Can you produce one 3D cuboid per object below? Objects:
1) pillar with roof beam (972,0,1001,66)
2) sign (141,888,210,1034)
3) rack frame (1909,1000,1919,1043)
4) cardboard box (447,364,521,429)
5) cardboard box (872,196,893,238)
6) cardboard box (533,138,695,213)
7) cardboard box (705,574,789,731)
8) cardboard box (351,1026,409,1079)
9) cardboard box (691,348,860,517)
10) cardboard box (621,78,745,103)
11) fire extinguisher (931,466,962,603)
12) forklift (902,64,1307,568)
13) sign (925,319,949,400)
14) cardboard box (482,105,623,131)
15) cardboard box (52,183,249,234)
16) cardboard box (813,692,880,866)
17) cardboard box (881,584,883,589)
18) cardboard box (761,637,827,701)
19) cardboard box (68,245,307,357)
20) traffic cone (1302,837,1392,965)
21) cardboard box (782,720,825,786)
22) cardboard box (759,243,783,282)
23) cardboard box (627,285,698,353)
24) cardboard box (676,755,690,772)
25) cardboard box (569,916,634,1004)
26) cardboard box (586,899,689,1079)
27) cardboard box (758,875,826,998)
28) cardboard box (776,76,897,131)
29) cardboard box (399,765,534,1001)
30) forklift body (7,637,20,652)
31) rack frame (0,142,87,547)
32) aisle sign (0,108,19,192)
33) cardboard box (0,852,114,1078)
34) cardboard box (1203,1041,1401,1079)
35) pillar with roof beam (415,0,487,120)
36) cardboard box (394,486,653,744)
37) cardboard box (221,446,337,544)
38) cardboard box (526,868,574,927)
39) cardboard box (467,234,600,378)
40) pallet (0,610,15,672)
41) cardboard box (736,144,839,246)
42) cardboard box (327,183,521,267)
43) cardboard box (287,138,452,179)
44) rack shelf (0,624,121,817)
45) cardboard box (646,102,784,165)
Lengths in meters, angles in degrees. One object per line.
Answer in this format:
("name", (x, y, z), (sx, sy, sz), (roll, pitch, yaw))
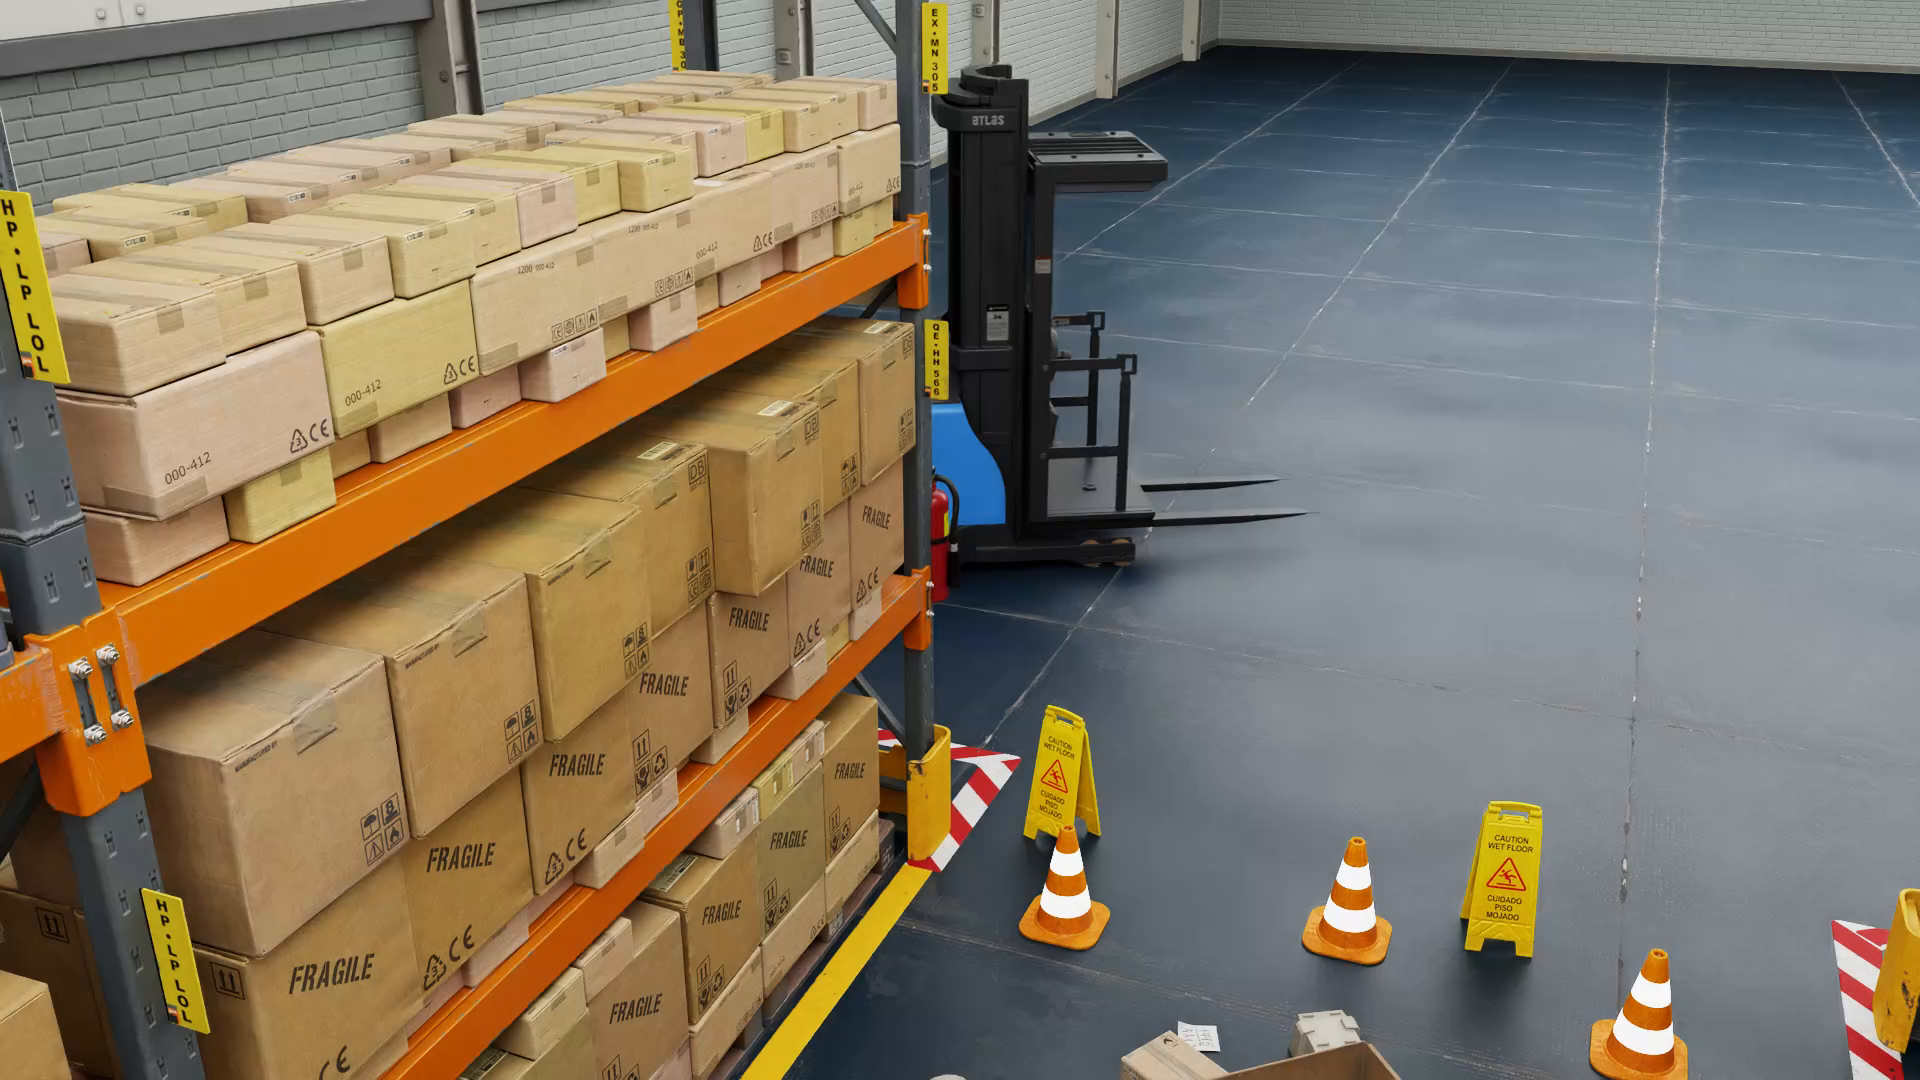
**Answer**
("pillar with roof beam", (4.376, -9.312, 21.368), (9.100, 9.000, 0.400), (9, 24, 20))
("sign", (-1.571, 0.846, 3.331), (0.100, 0.325, 0.005), (9, 24, 20))
("rack frame", (4.032, 0.543, 5.559), (1.000, 3.000, 0.127), (9, 24, 20))
("cardboard box", (-1.366, -0.411, 4.276), (0.380, 0.149, 0.250), (8, 24, 18))
("cardboard box", (-0.474, -1.230, 6.237), (0.380, 0.149, 0.250), (9, 24, 20))
("cardboard box", (-0.991, -1.049, 4.769), (0.380, 0.149, 0.250), (9, 24, 21))
("cardboard box", (-0.927, 0.278, 5.678), (0.500, 0.500, 0.500), (9, 24, 20))
("cardboard box", (-1.627, 1.253, 4.184), (0.380, 0.149, 0.250), (10, 24, 22))
("cardboard box", (-0.784, -0.380, 5.956), (0.700, 0.500, 0.500), (9, 24, 21))
("cardboard box", (-1.002, -1.575, 6.029), (0.380, 0.149, 0.250), (9, 24, 20))
("fire extinguisher", (-0.131, -0.069, 7.124), (0.296, 0.674, 0.183), (9, 24, 20))
("forklift", (0.671, -1.381, 10.255), (3.031, 2.935, 1.130), (-2, 23, -6))
("sign", (-0.094, -0.723, 6.677), (0.100, 0.325, 0.005), (9, 24, 20))
("cardboard box", (-1.317, -1.313, 5.402), (0.380, 0.149, 0.250), (9, 24, 20))
("cardboard box", (-1.993, -0.775, 4.113), (0.380, 0.149, 0.250), (10, 24, 22))
("cardboard box", (-0.657, 0.923, 6.697), (0.500, 0.500, 0.500), (9, 24, 20))
("cardboard box", (-0.542, 0.151, 6.823), (0.380, 0.149, 0.250), (10, 25, 22))
("cardboard box", (-0.716, 0.442, 6.125), (0.380, 0.149, 0.250), (9, 24, 21))
("cardboard box", (-1.598, -0.498, 3.449), (0.380, 0.149, 0.250), (10, 25, 22))
("traffic cone", (1.593, 1.417, 6.758), (0.336, 0.463, 0.334), (9, 24, 20))
("cardboard box", (-0.731, 0.765, 6.235), (0.380, 0.149, 0.250), (10, 24, 22))
("cardboard box", (-0.823, -0.965, 5.603), (0.380, 0.149, 0.250), (9, 24, 20))
("cardboard box", (-1.003, -0.674, 4.906), (0.380, 0.149, 0.250), (8, 24, 19))
("cardboard box", (-1.128, 0.695, 5.520), (0.380, 0.149, 0.250), (9, 24, 20))
("cardboard box", (-1.229, 1.242, 5.093), (0.380, 0.149, 0.250), (10, 25, 23))
("cardboard box", (-1.235, 1.480, 5.365), (0.500, 0.500, 0.500), (10, 25, 23))
("cardboard box", (-0.852, 1.457, 6.392), (0.500, 0.250, 0.500), (9, 24, 20))
("cardboard box", (-0.453, -1.602, 6.094), (0.380, 0.149, 0.250), (9, 24, 21))
("cardboard box", (-1.500, 0.818, 4.385), (0.500, 0.500, 0.500), (9, 24, 20))
("forklift body", (-4.222, 0.492, 6.780), (2.313, 2.155, 1.214), (9, 24, 20))
("rack frame", (-2.087, -1.466, 2.585), (1.000, 3.000, 0.127), (9, 24, 20))
("aisle sign", (-4.914, -2.020, 8.321), (0.394, 0.787, 0.004), (9, 24, 20))
("cardboard box", (-2.153, 0.924, 4.131), (0.500, 0.500, 0.500), (8, 24, 19))
("cardboard box", (1.097, 2.013, 5.277), (0.797, 0.503, 0.637), (-7, 24, -17))
("pillar with roof beam", (-0.081, -5.018, 11.088), (9.100, 9.000, 0.400), (9, 24, 20))
("cardboard box", (-1.301, 0.175, 4.626), (0.700, 0.500, 0.500), (8, 24, 19))
("cardboard box", (-1.592, -0.128, 3.599), (0.380, 0.149, 0.250), (9, 24, 20))
("cardboard box", (-1.362, 0.970, 4.861), (0.380, 0.149, 0.250), (9, 24, 20))
("cardboard box", (-1.289, -0.632, 4.288), (0.500, 0.250, 0.500), (9, 24, 21))
("pallet", (-2.416, 0.210, 2.707), (1.213, 0.211, 1.003), (9, 24, 20))
("cardboard box", (-0.742, -1.182, 5.605), (0.500, 0.250, 0.500), (8, 24, 19))
("cardboard box", (-1.324, -0.777, 4.118), (0.380, 0.149, 0.250), (8, 24, 18))
("cardboard box", (-1.685, -1.048, 4.766), (0.380, 0.149, 0.250), (9, 24, 21))
("rack shelf", (-2.830, 0.965, 1.589), (1.077, 0.370, 4.000), (9, 24, 20))
("cardboard box", (-0.804, -1.338, 5.462), (0.380, 0.149, 0.250), (9, 24, 20))
